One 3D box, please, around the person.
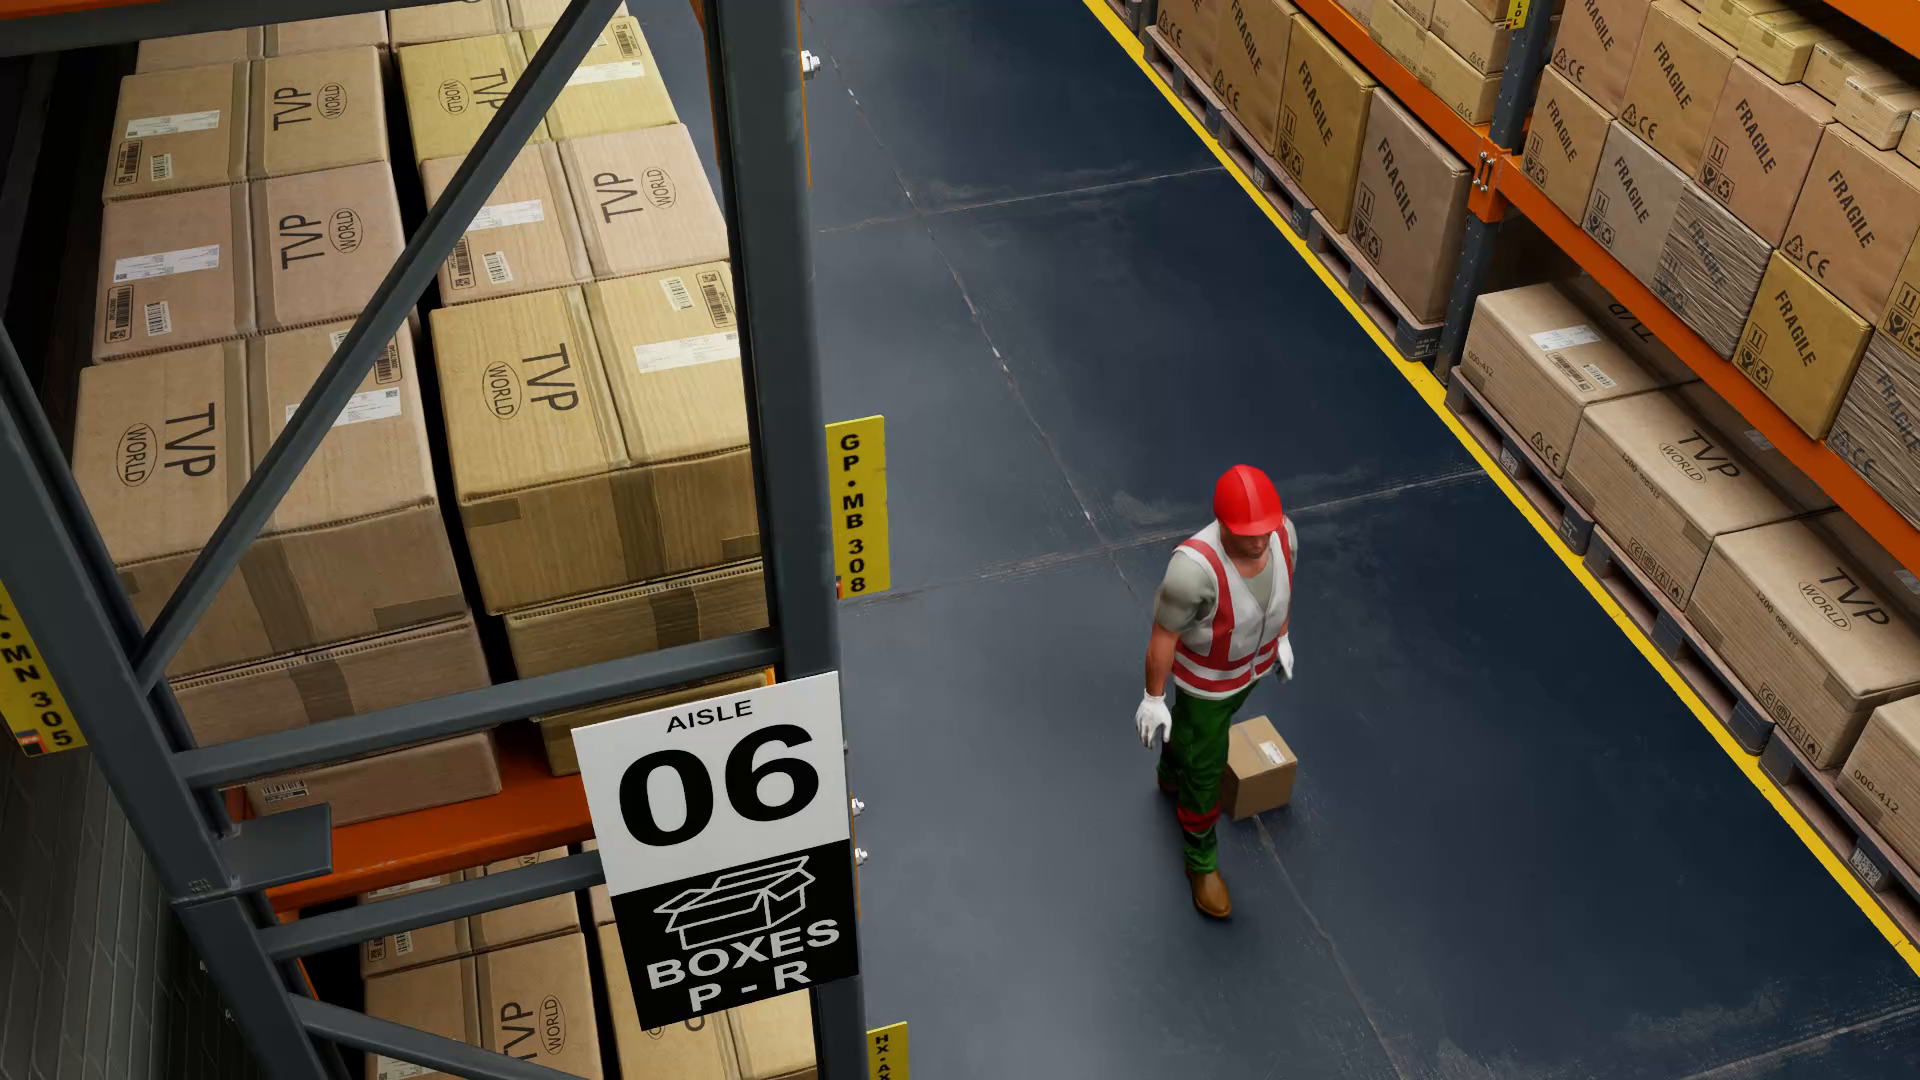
[{"bbox_3d":[0.880,0.473,5.609,0.649,1.790,0.639,-29,49,-28],"label":"person"}]
